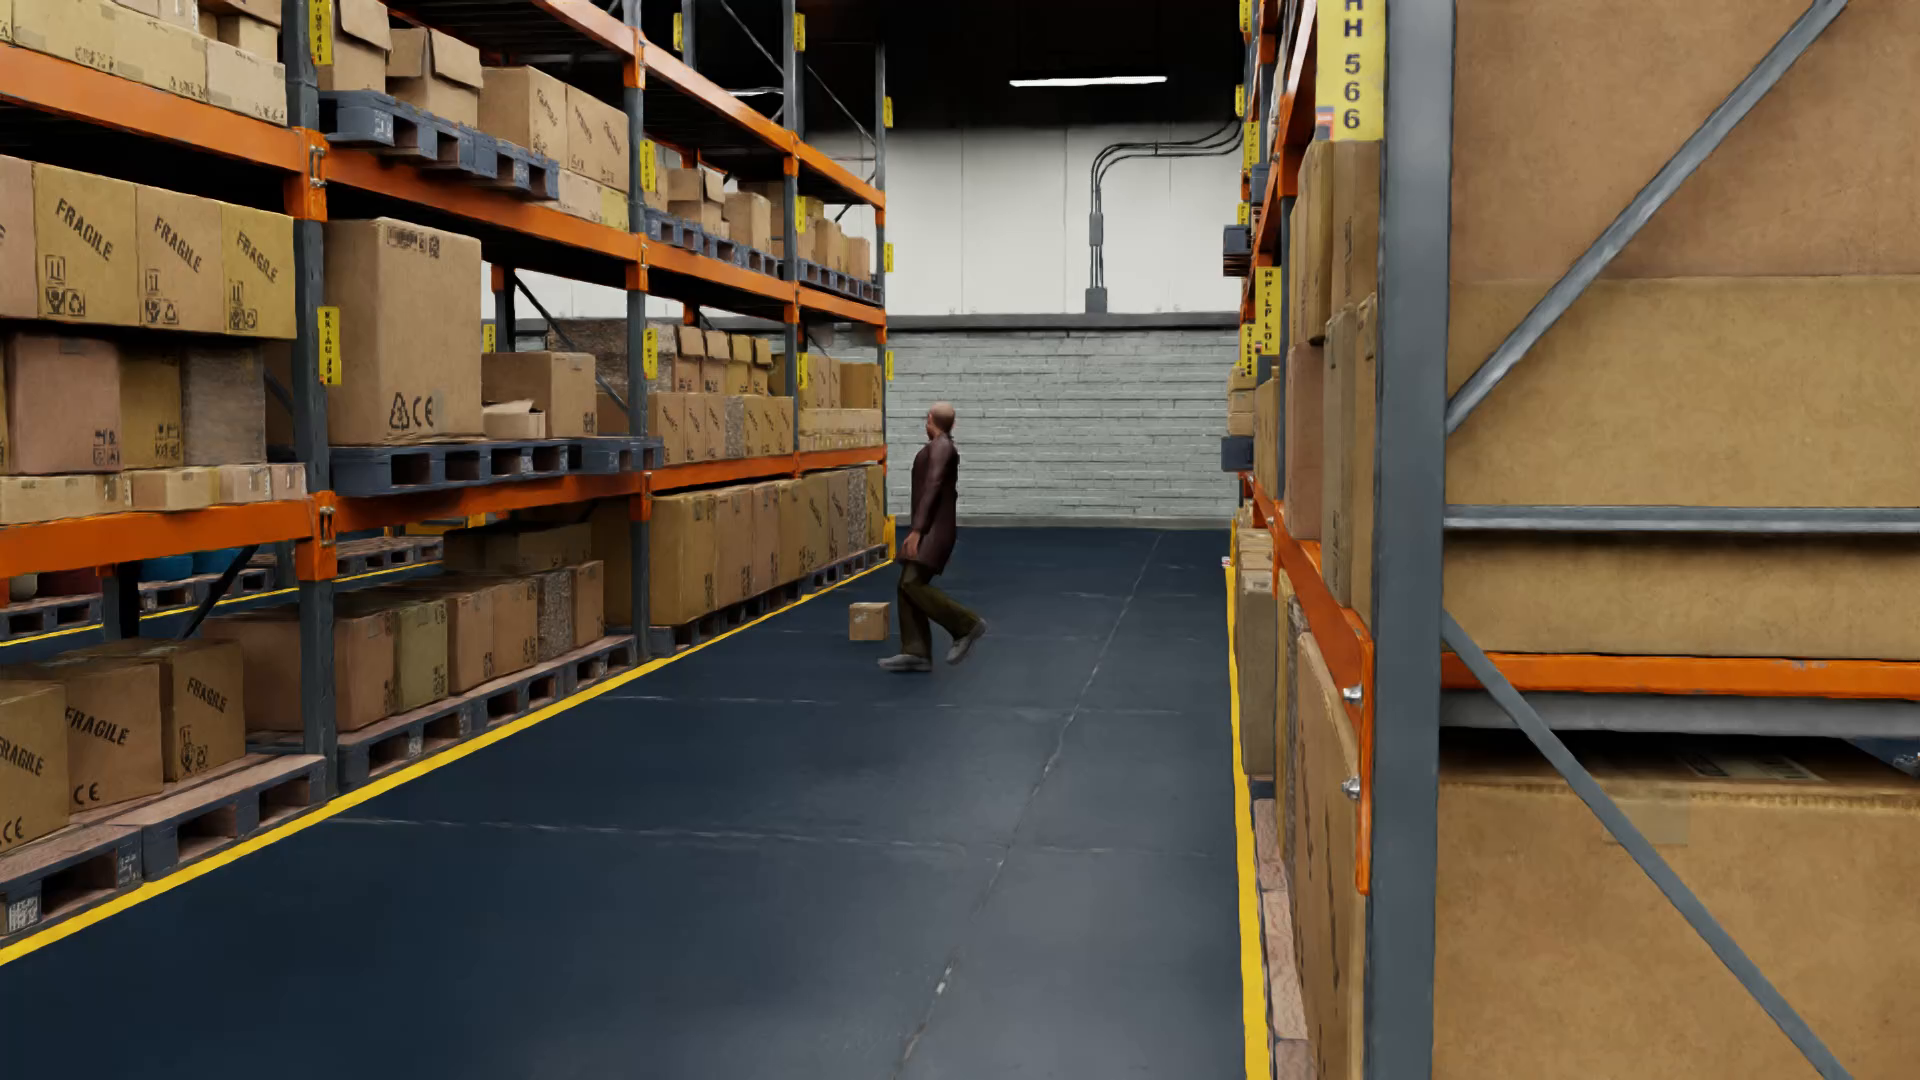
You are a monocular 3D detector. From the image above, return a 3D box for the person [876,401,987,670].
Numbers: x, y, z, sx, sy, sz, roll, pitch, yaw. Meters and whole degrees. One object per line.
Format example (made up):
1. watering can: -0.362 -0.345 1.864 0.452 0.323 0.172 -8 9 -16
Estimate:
1. person: -0.185 -0.031 10.782 0.713 1.734 0.632 0 4 -2
